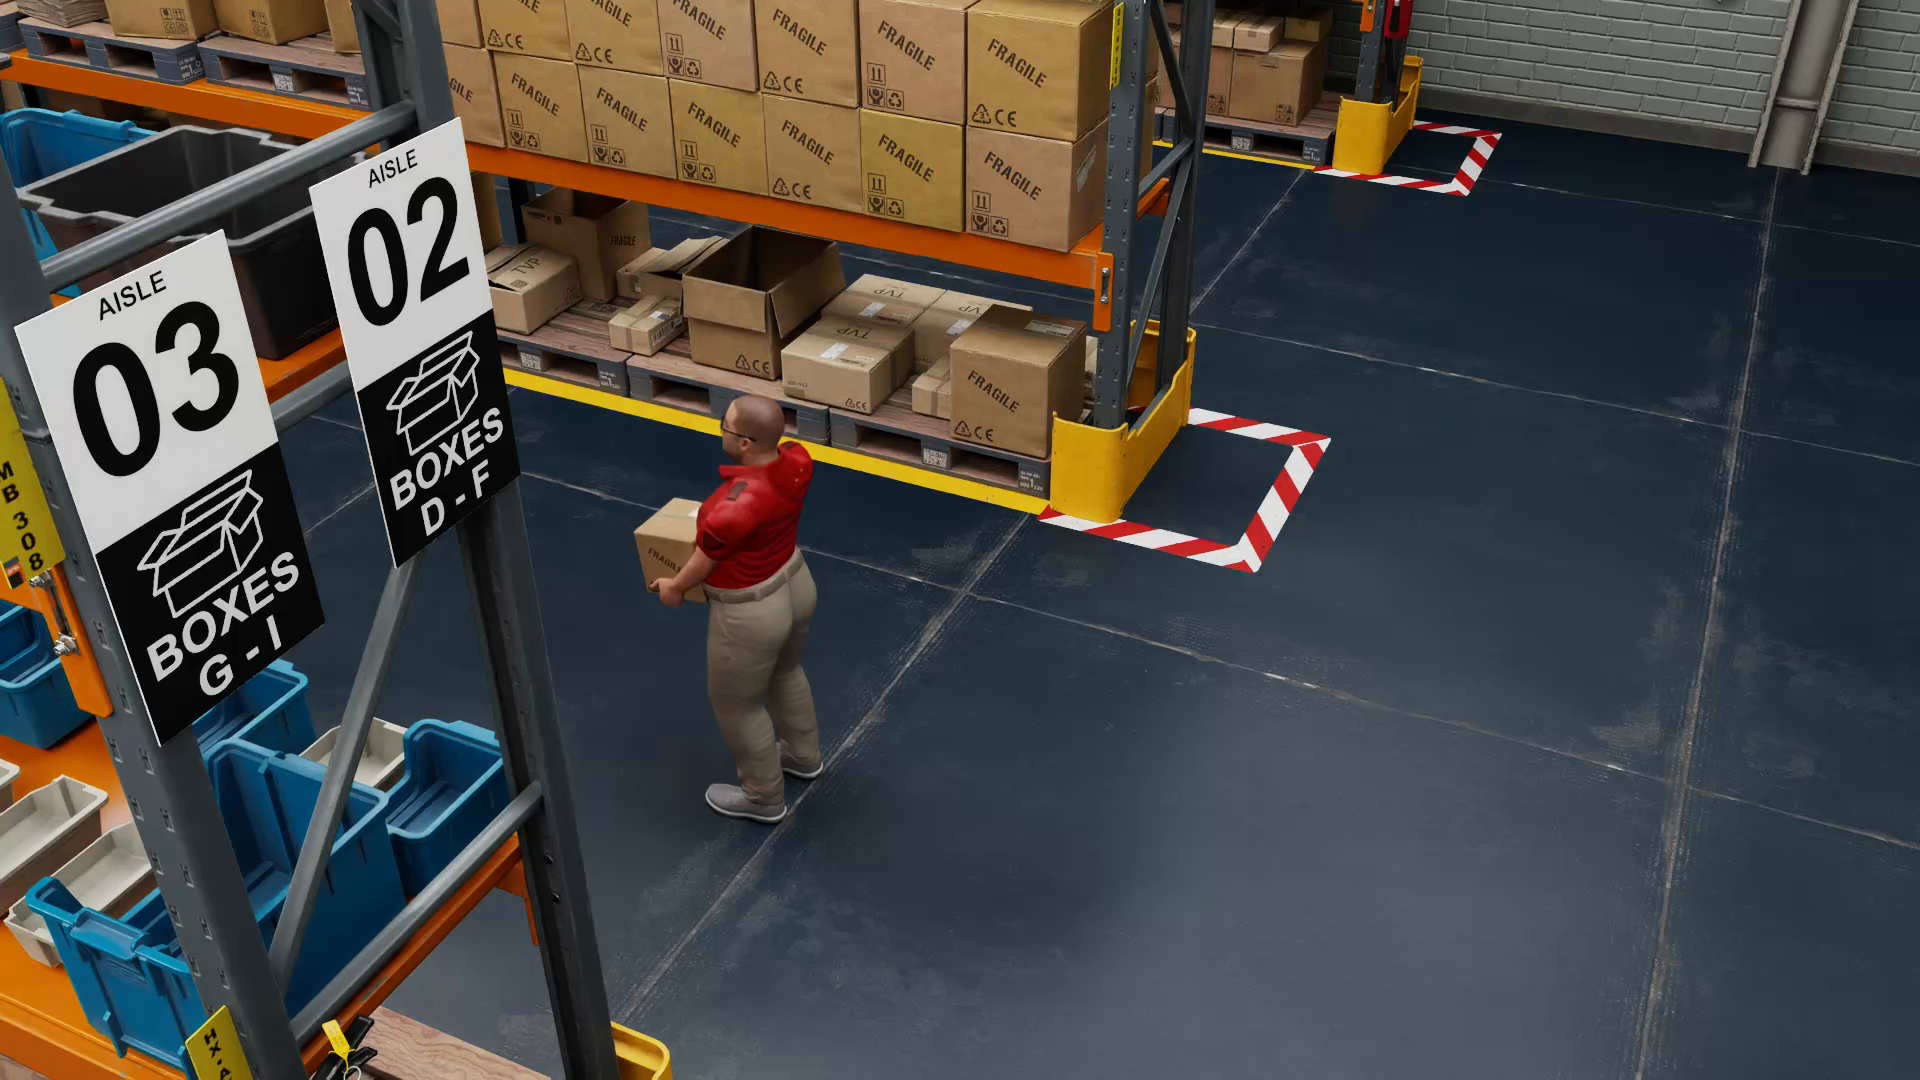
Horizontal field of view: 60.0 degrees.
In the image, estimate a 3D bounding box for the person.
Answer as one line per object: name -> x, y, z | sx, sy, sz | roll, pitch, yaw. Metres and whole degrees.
person -> -0.795, 0.248, 5.862 | 0.530, 1.639, 0.494 | 15, 36, 22
